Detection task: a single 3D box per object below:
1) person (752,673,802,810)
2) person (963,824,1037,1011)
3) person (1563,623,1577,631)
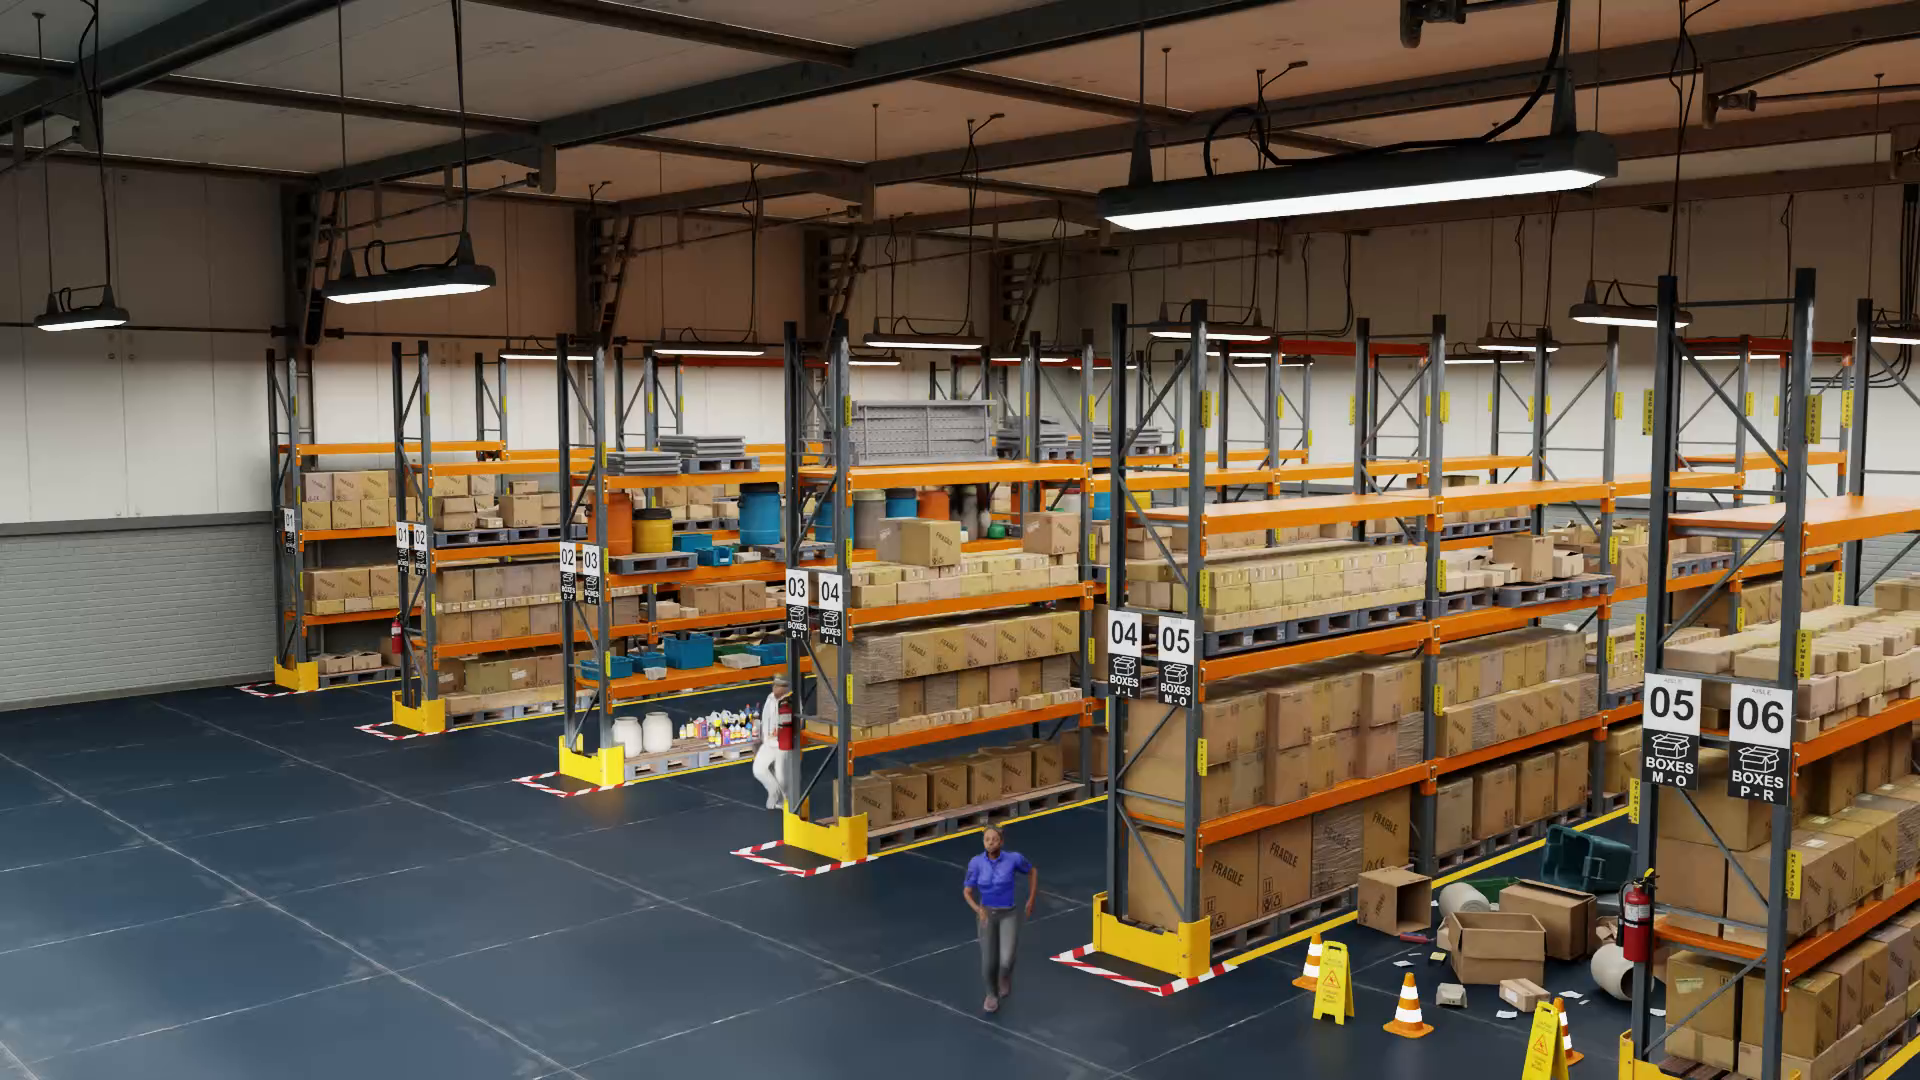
[{"bbox_3d":[-2.271,2.516,20.632,0.640,1.766,0.656,3,6,34],"label":"person"},{"bbox_3d":[0.327,3.167,13.836,0.601,1.610,0.678,1,5,6],"label":"person"},{"bbox_3d":[8.967,2.149,24.589,0.663,1.848,0.785,5,7,42],"label":"person"}]
